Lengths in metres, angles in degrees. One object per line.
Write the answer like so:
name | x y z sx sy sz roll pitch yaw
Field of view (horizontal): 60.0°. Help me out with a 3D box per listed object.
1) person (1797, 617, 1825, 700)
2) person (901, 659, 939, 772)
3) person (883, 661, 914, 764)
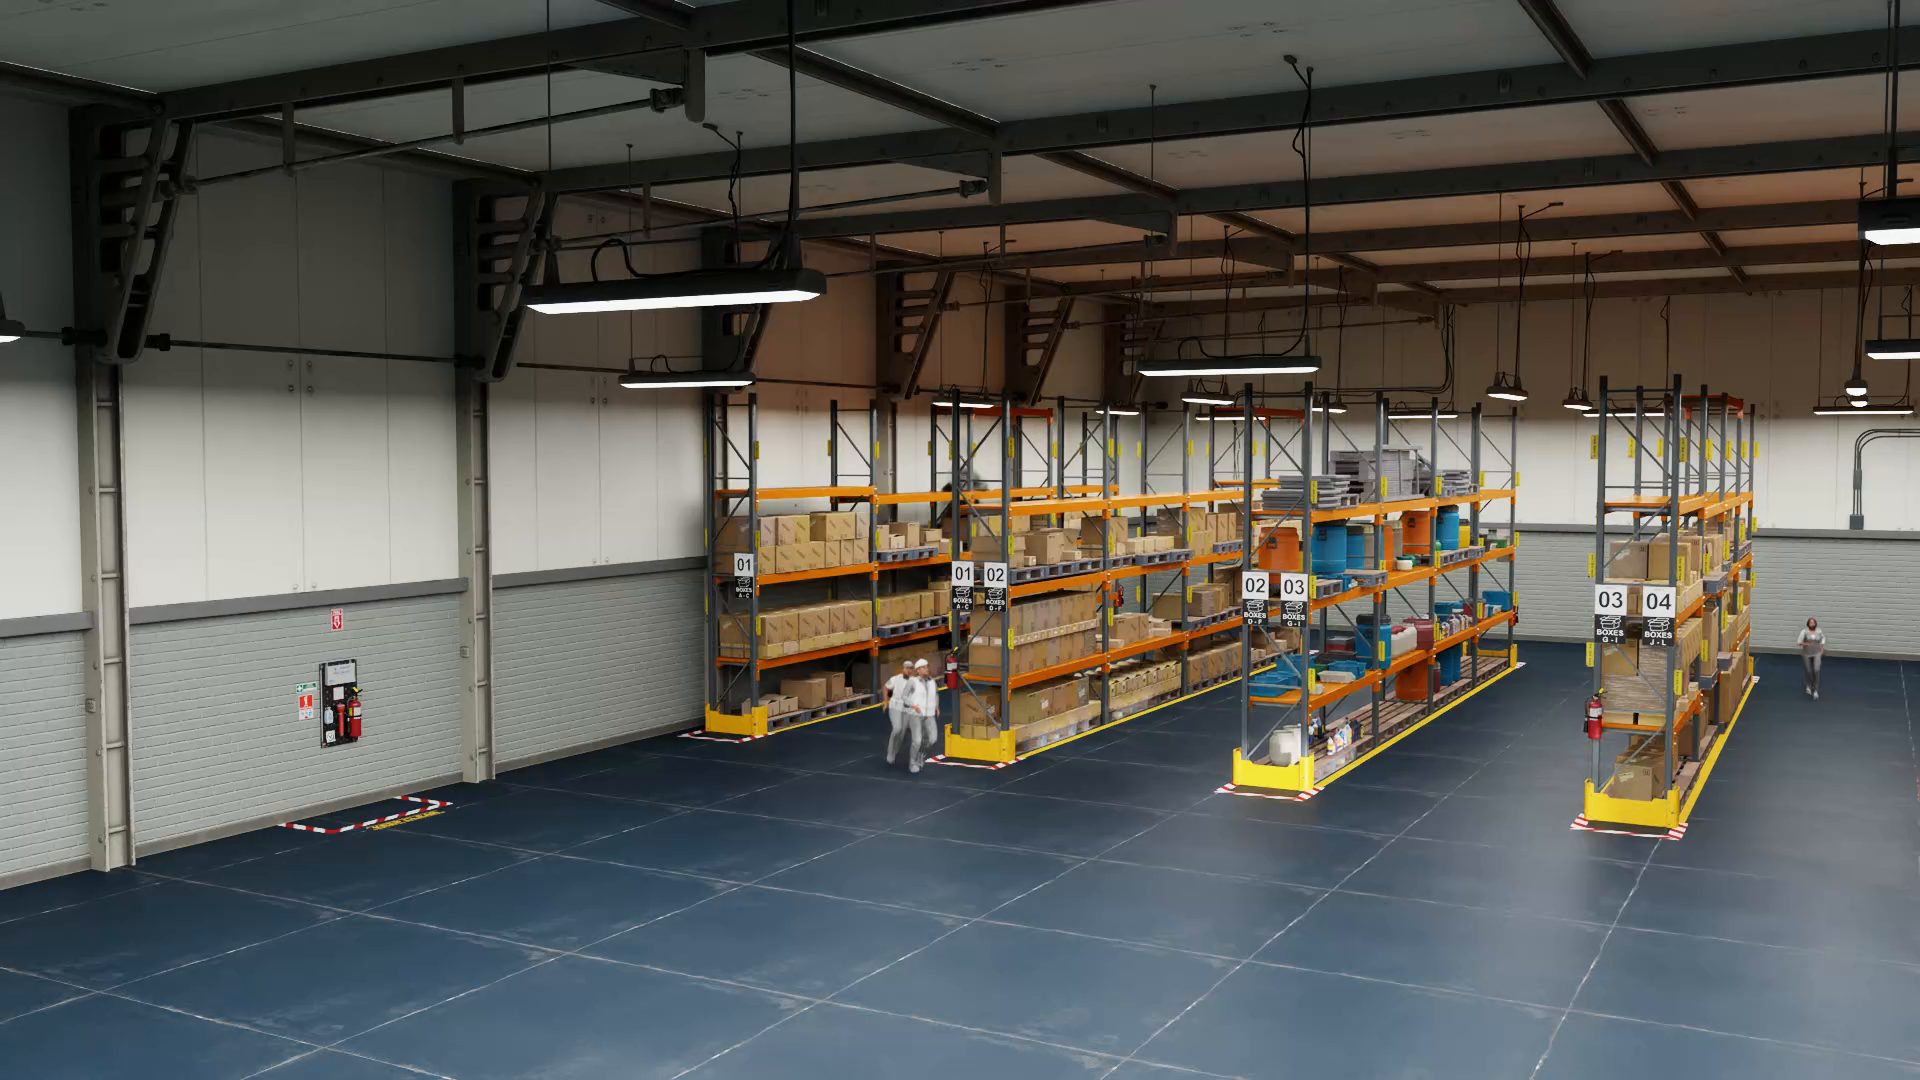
person | 17.209 2.375 33.642 0.528 1.632 0.752 1 3 24
person | -0.562 2.736 25.949 0.685 1.742 0.523 -1 3 -26
person | -0.904 2.740 26.588 0.601 1.605 0.638 -1 3 -13
